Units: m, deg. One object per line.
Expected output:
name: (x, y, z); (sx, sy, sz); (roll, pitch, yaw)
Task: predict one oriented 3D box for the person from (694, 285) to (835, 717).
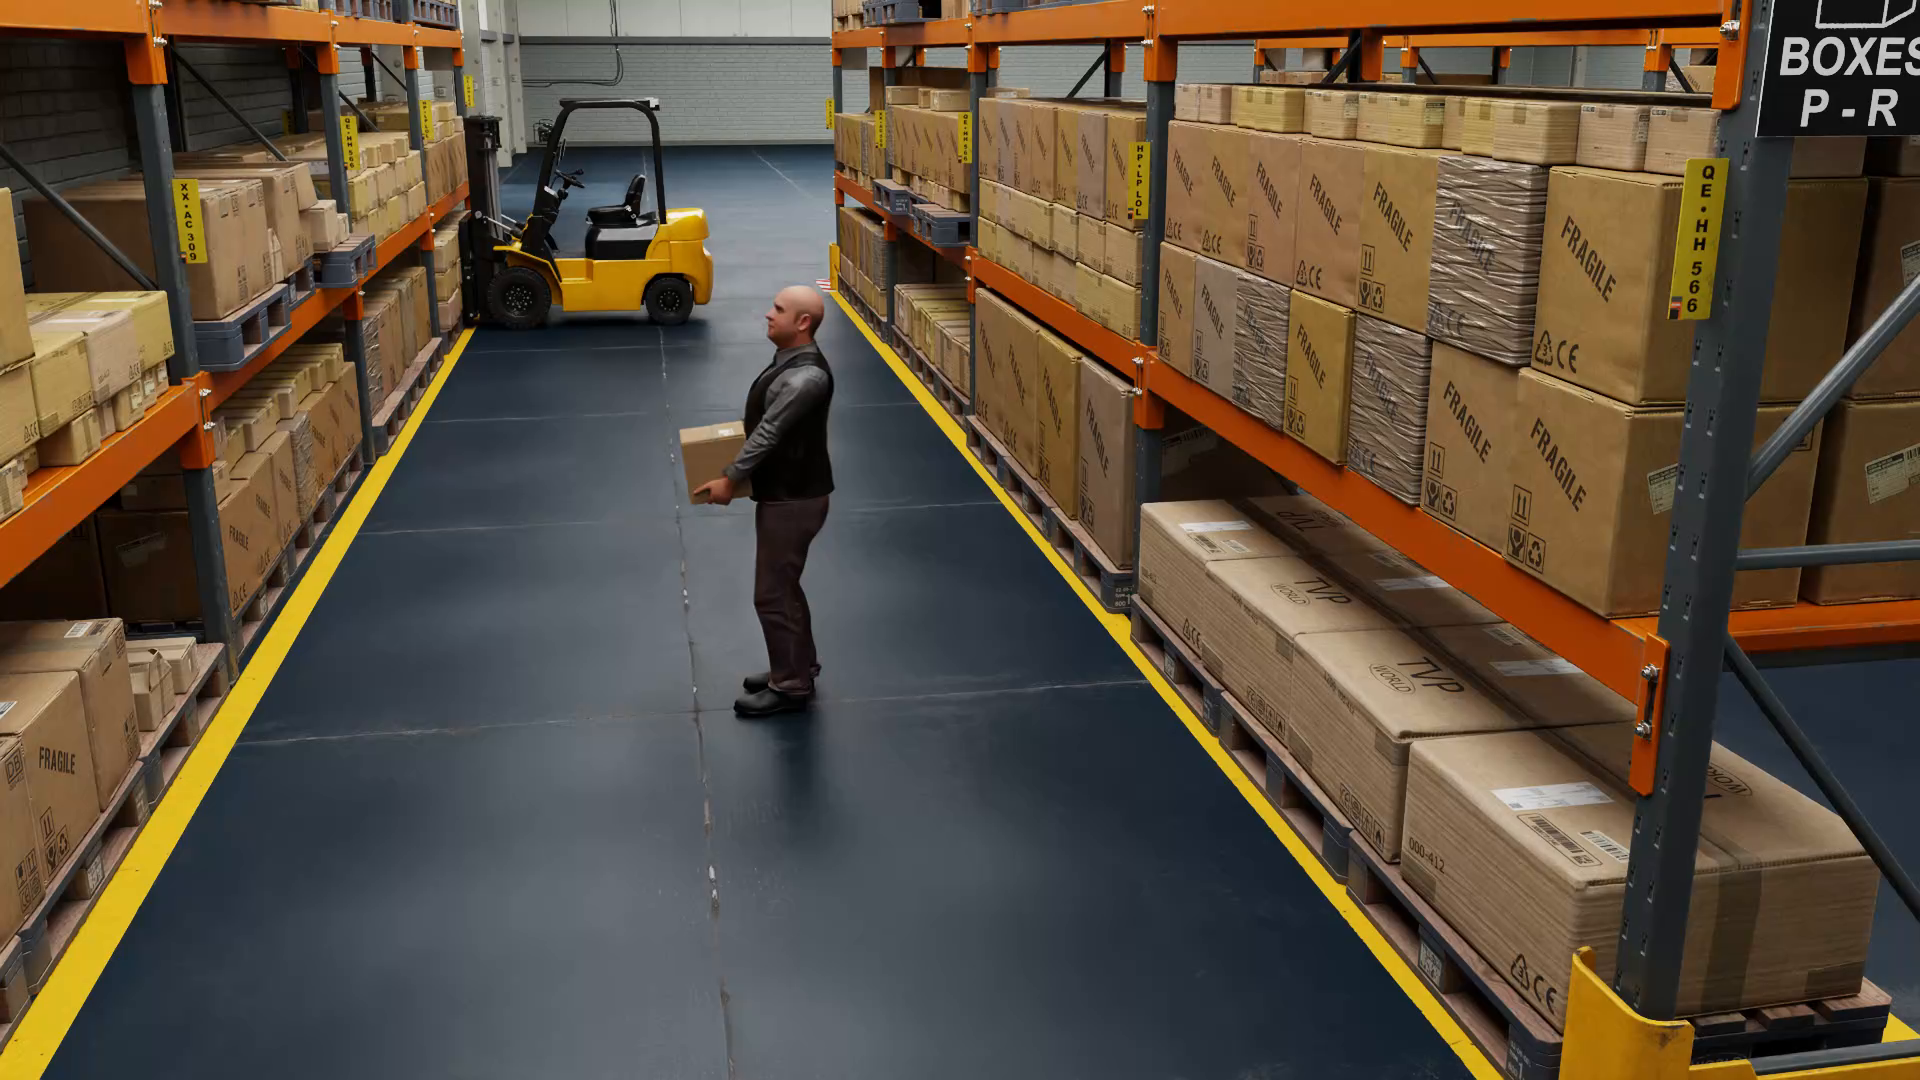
person: (-0.776, -0.151, 6.616); (0.559, 1.711, 0.494); (-3, 17, -10)
